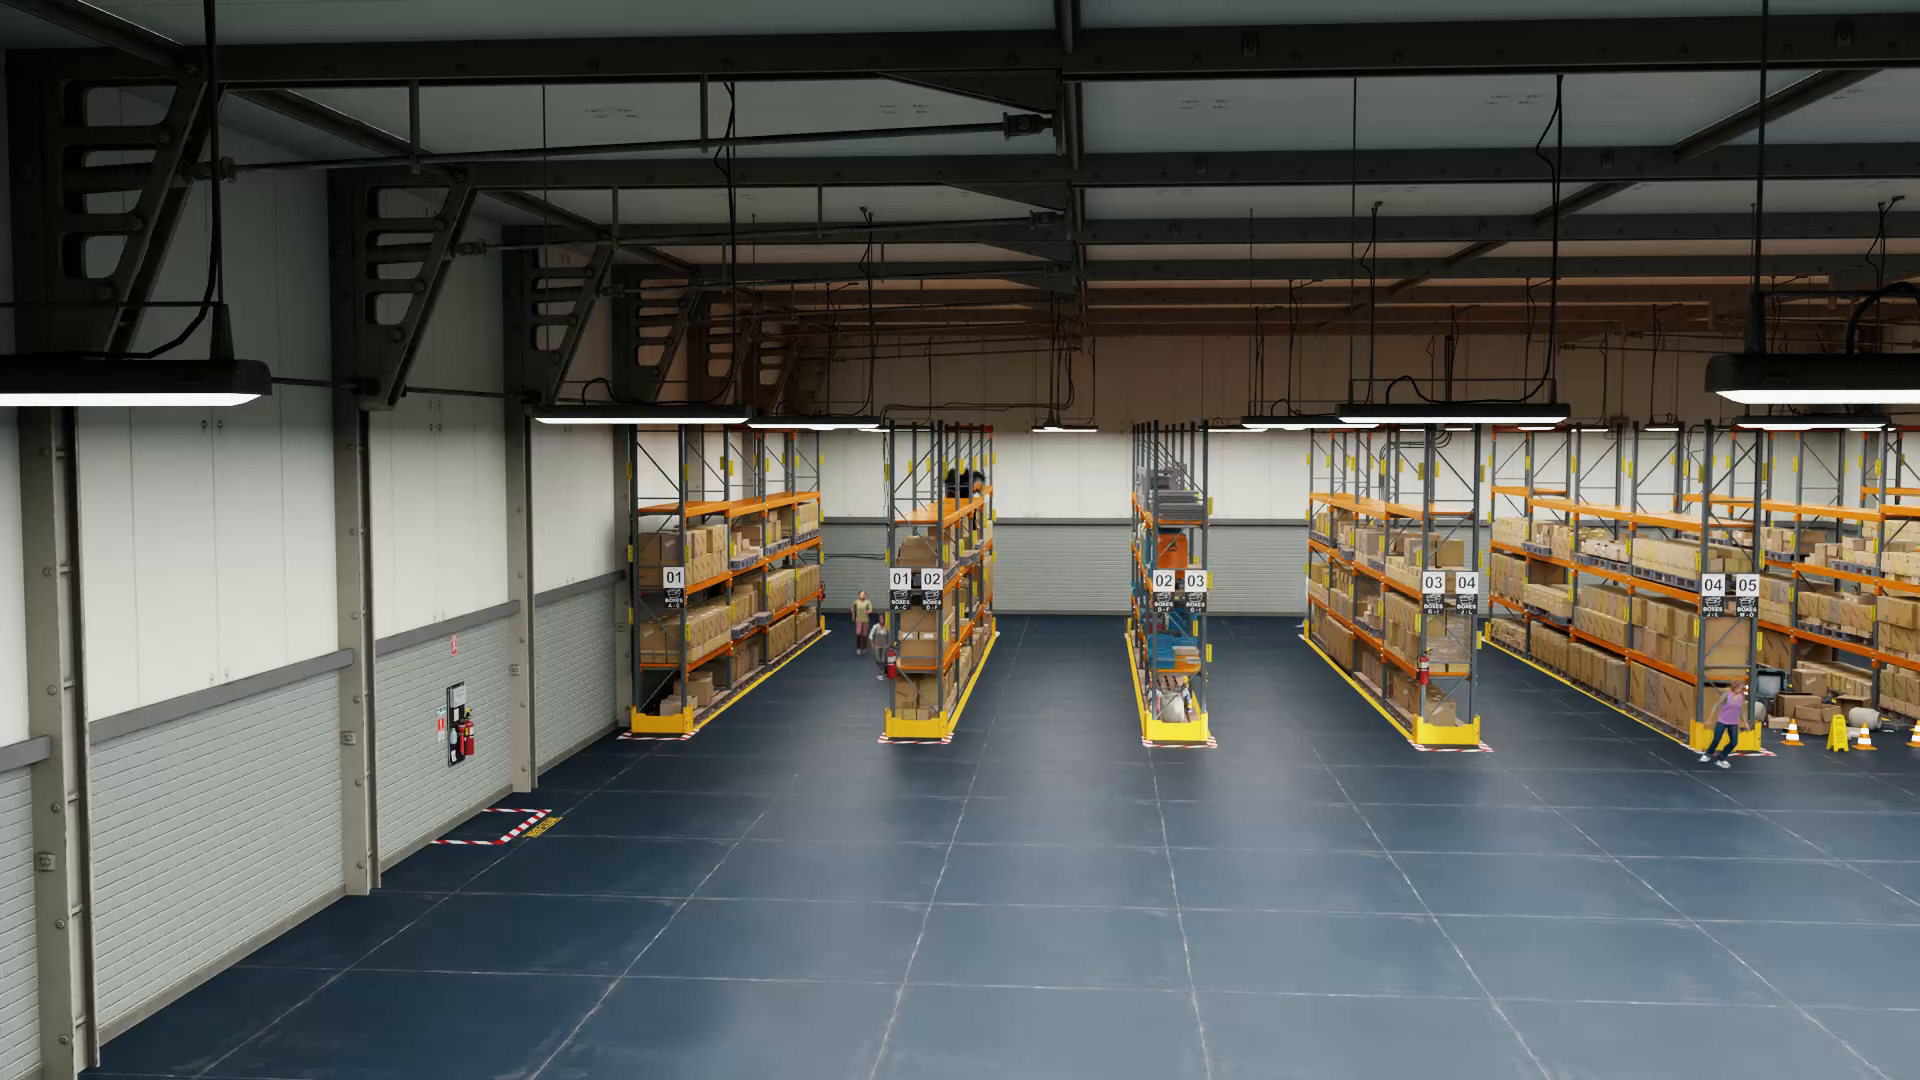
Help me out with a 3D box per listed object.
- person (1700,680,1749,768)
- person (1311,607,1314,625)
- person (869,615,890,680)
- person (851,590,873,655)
[{"bbox_3d":[13.170,3.153,28.651,0.664,1.533,0.578,-1,4,-9],"label":"person"},{"bbox_3d":[10.618,1.791,48.759,0.768,1.713,0.898,-1,4,-22],"label":"person"},{"bbox_3d":[-1.846,2.503,38.875,0.548,1.534,0.512,0,4,-3],"label":"person"},{"bbox_3d":[-2.555,2.147,43.338,0.560,1.686,0.683,0,4,-3],"label":"person"}]
